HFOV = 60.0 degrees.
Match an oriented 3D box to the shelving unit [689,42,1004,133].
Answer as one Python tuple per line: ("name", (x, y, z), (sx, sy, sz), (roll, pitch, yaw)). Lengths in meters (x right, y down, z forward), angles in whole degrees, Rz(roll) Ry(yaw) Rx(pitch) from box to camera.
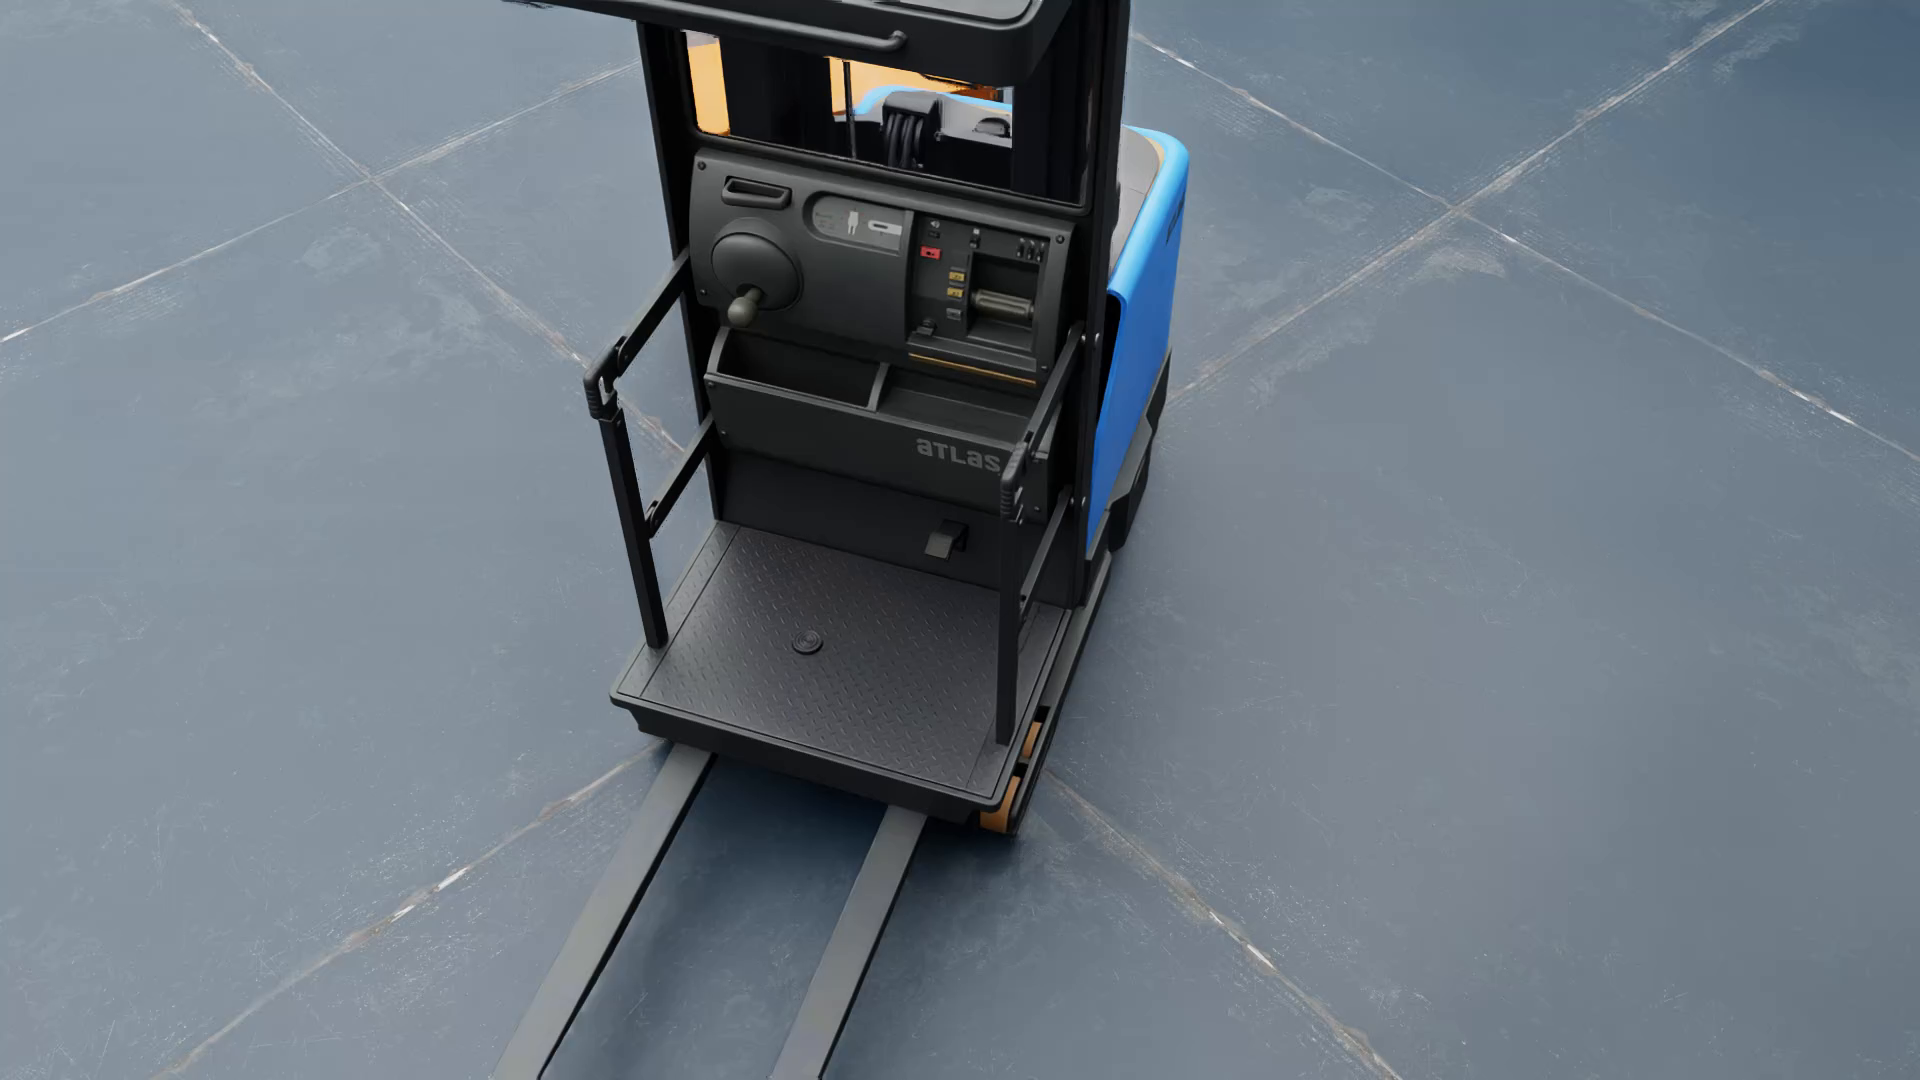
("shelving unit", (-0.433, -1.232, 5.622), (1.048, 1.125, 0.538), (-13, 49, -12))

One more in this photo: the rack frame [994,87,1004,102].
("rack frame", (0.052, -1.344, 5.725), (0.032, 1.125, 0.500), (-13, 49, -12))

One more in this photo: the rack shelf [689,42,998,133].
("rack shelf", (-0.433, -1.431, 5.407), (1.000, 0.278, 0.538), (-13, 49, -12))

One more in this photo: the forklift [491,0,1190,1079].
("forklift", (-0.266, -0.544, 3.758), (1.130, 2.935, 3.031), (14, 49, 13))
